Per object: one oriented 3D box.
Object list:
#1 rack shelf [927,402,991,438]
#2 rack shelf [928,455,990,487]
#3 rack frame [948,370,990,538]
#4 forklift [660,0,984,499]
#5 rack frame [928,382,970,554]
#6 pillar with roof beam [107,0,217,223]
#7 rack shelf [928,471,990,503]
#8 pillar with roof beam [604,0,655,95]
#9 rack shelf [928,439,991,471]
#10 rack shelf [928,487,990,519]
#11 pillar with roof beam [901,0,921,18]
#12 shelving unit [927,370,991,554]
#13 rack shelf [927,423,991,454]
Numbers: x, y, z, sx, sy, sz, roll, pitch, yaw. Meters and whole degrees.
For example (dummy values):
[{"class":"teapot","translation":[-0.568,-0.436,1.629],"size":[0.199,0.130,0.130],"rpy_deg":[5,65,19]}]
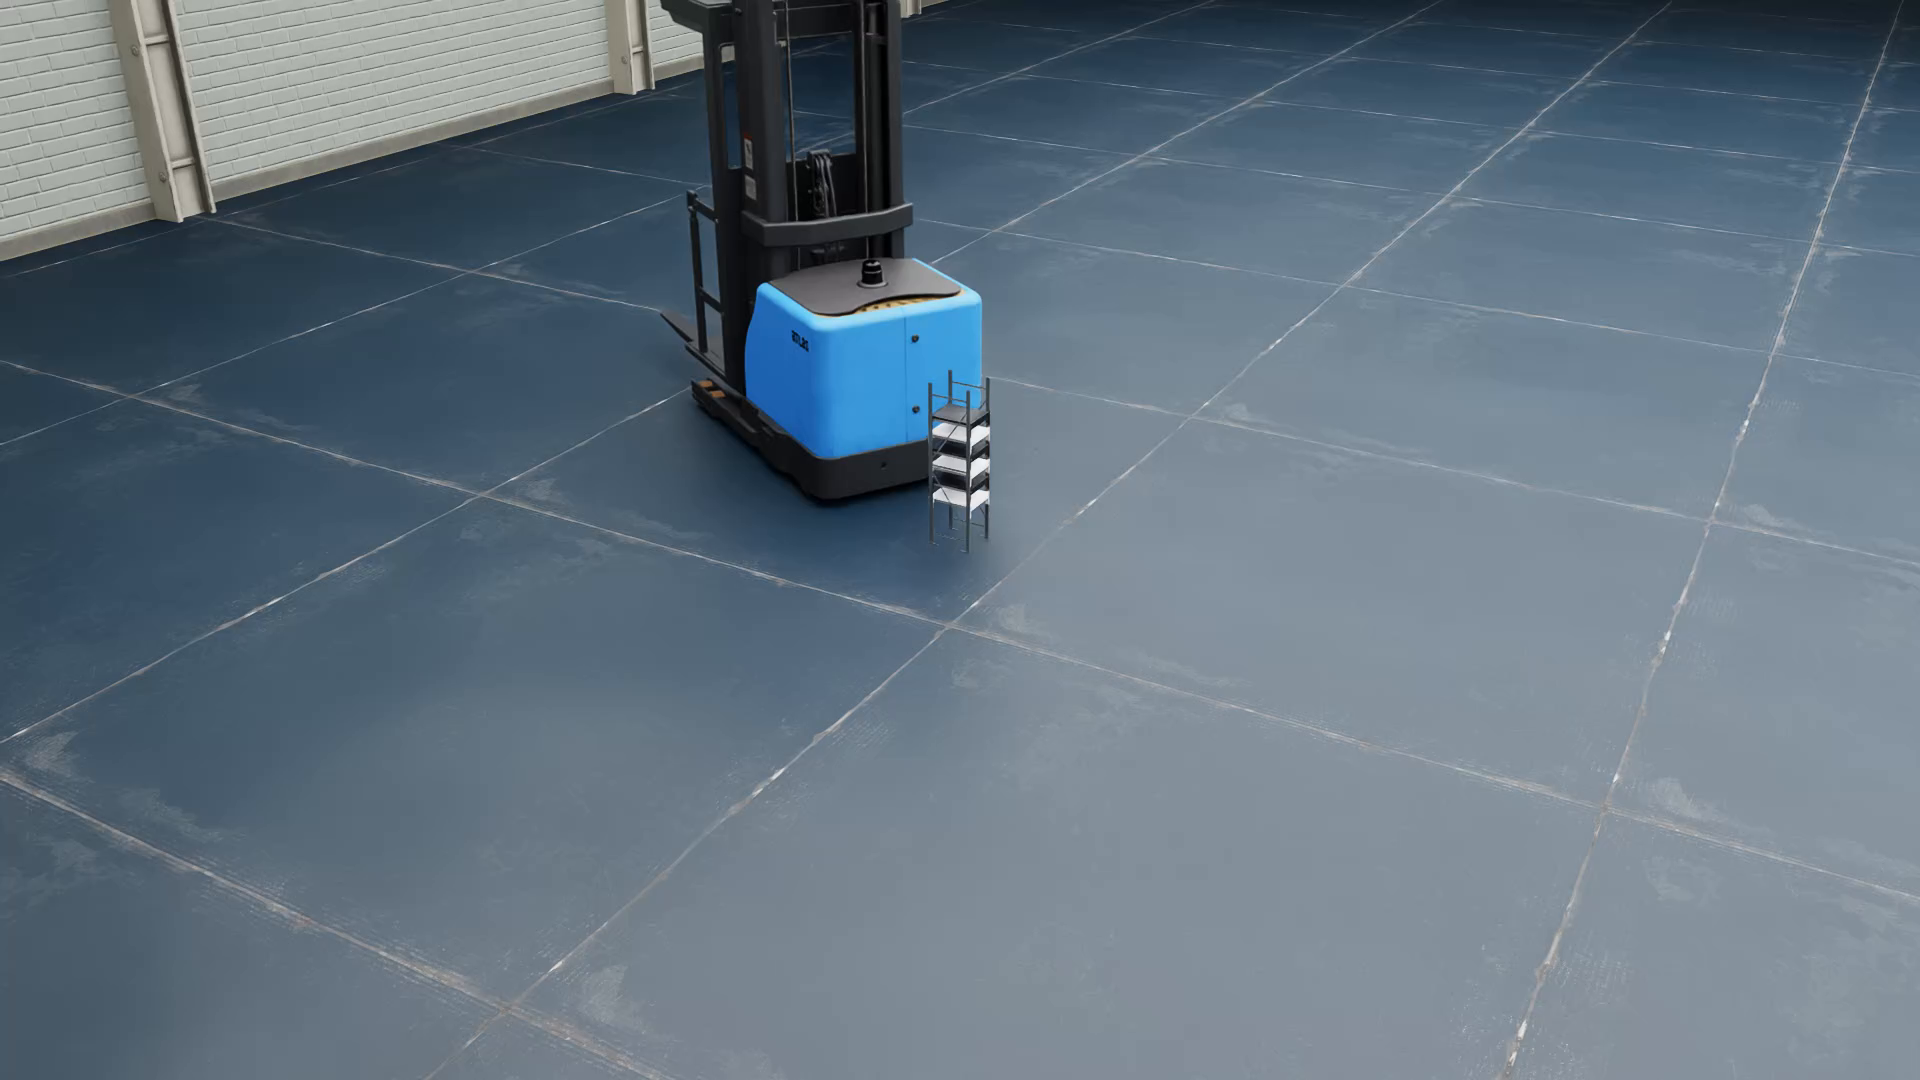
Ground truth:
[{"class":"rack shelf","translation":[-0.004,-0.611,8.436],"size":[0.258,0.077,0.200],"rpy_deg":[14,30,26]},{"class":"rack shelf","translation":[-0.004,-0.369,8.557],"size":[0.258,0.077,0.200],"rpy_deg":[14,30,26]},{"class":"rack frame","translation":[0.046,-0.439,8.621],"size":[0.240,0.900,0.006],"rpy_deg":[14,30,26]},{"class":"forklift","translation":[-1.022,-2.156,9.783],"size":[1.130,2.935,3.031],"rpy_deg":[-14,30,-26]},{"class":"rack frame","translation":[-0.054,-0.360,8.463],"size":[0.240,0.900,0.006],"rpy_deg":[14,30,26]},{"class":"pillar with roof beam","translation":[-2.937,-5.885,10.452],"size":[9.100,9.000,0.400],"rpy_deg":[14,30,26]},{"class":"rack shelf","translation":[-0.004,-0.289,8.597],"size":[0.258,0.077,0.200],"rpy_deg":[14,30,26]},{"class":"pillar with roof beam","translation":[0.014,-8.223,15.124],"size":[9.100,9.000,0.400],"rpy_deg":[14,30,26]},{"class":"rack shelf","translation":[-0.004,-0.450,8.517],"size":[0.258,0.077,0.200],"rpy_deg":[14,30,26]},{"class":"rack shelf","translation":[-0.004,-0.208,8.638],"size":[0.258,0.077,0.200],"rpy_deg":[14,30,26]},{"class":"pillar with roof beam","translation":[2.966,-10.561,19.795],"size":[9.100,9.000,0.400],"rpy_deg":[14,30,26]},{"class":"shelving unit","translation":[-0.004,-0.399,8.542],"size":[0.258,0.900,0.210],"rpy_deg":[14,30,26]},{"class":"rack shelf","translation":[-0.004,-0.530,8.477],"size":[0.258,0.077,0.200],"rpy_deg":[14,30,26]}]
